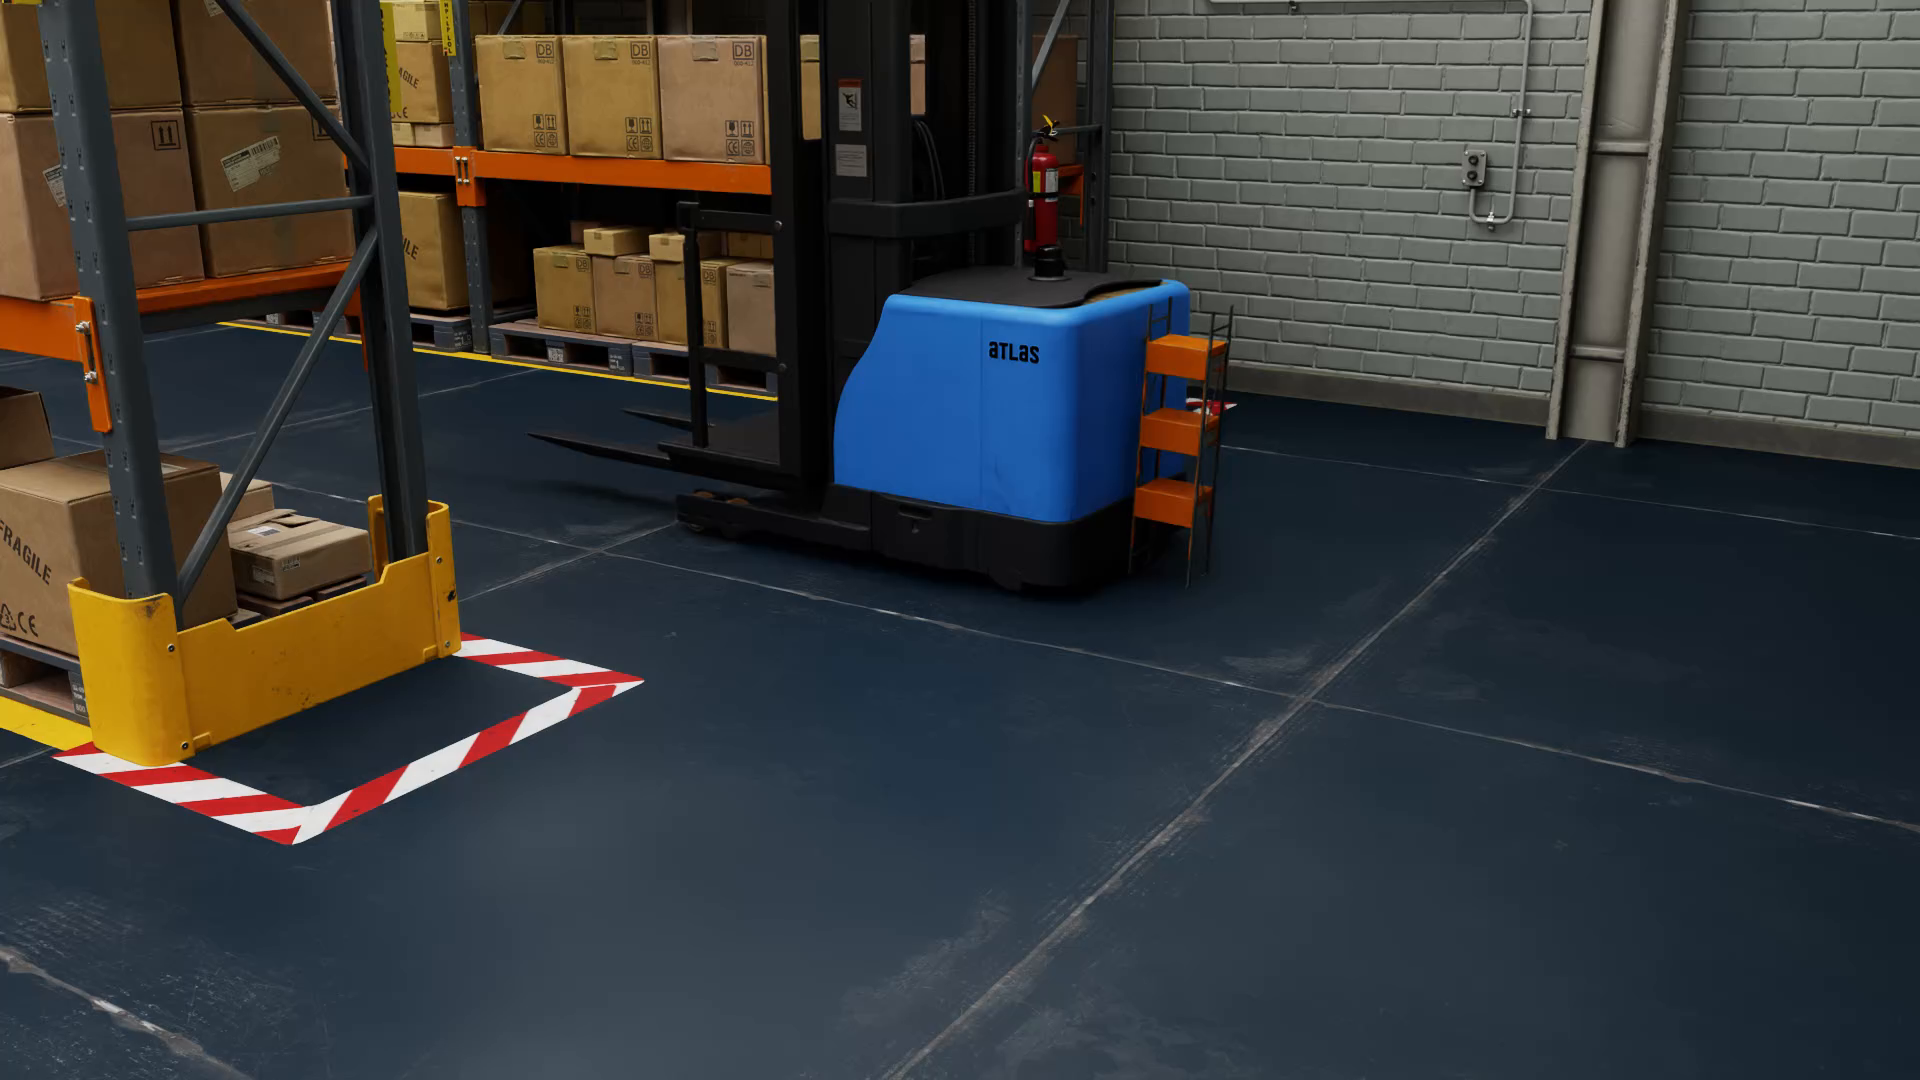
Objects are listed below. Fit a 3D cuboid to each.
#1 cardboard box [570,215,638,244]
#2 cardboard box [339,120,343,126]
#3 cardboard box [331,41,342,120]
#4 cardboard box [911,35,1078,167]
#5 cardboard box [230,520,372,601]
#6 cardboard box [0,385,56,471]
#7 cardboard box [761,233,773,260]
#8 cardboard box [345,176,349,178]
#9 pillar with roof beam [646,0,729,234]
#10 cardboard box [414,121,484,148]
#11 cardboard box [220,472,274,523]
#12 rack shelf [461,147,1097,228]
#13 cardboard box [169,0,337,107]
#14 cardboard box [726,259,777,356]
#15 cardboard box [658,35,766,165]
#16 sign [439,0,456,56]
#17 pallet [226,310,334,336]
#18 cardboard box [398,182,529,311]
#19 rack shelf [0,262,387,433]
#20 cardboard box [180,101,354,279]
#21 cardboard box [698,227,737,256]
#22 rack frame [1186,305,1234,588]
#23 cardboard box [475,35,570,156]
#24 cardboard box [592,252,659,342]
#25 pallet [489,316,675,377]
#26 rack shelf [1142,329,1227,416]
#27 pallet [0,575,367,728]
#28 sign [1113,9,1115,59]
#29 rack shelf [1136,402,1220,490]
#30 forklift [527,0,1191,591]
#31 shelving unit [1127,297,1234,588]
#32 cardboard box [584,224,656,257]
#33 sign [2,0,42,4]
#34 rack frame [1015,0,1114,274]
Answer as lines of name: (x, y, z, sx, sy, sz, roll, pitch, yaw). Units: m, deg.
cardboard box: (-2.316, -2.022, 10.840, 0.250, 0.149, 0.380, 10, 20, 30)
cardboard box: (-3.997, -2.754, 11.185, 0.250, 0.149, 0.380, 10, 20, 30)
cardboard box: (-3.845, -3.058, 11.068, 0.500, 0.500, 0.500, 10, 20, 31)
cardboard box: (0.089, -2.385, 9.056, 0.700, 0.700, 0.980, 11, 20, 33)
cardboard box: (-2.238, 0.066, 5.652, 0.250, 0.149, 0.380, 10, 20, 30)
cardboard box: (-3.866, -0.279, 6.177, 0.637, 0.503, 0.797, 10, 20, 30)
cardboard box: (-0.990, -1.786, 10.063, 0.250, 0.149, 0.380, 10, 20, 31)
cardboard box: (-4.987, -2.276, 12.191, 0.750, 0.750, 0.750, 10, 20, 30)
pillar with roof beam: (-4.084, -4.687, 6.828, 0.400, 9.000, 9.100, 10, 20, 30)
cardboard box: (-3.316, -2.646, 10.827, 0.250, 0.149, 0.380, 10, 20, 31)
cardboard box: (-2.802, -0.063, 5.901, 0.500, 0.250, 0.500, 10, 20, 30)
rack shelf: (-1.176, -2.126, 9.958, 4.000, 0.370, 1.077, 10, 20, 30)
cardboard box: (-2.301, -1.598, 5.089, 0.500, 0.500, 0.500, 11, 20, 32)
cardboard box: (-0.976, -1.405, 9.925, 0.500, 0.500, 0.700, 9, 19, 28)
cardboard box: (-1.182, -2.611, 9.801, 0.700, 0.700, 0.980, 9, 19, 27)
sign: (-3.156, -3.155, 10.251, 0.005, 0.325, 0.100, 10, 20, 30)
pallet: (-4.621, -1.725, 12.196, 1.213, 0.211, 1.003, 10, 20, 30)
cardboard box: (-3.502, -2.014, 11.326, 0.750, 0.750, 0.750, 10, 20, 31)
rack shelf: (-3.765, -0.899, 5.918, 4.000, 0.370, 1.077, 10, 20, 30)
cardboard box: (-2.301, -1.120, 5.234, 0.500, 0.500, 0.500, 11, 20, 31)
cardboard box: (-1.426, -1.864, 10.319, 0.250, 0.149, 0.380, 10, 20, 31)
rack frame: (0.931, -0.342, 6.201, 0.008, 1.050, 0.200, 13, 21, 28)
cardboard box: (-2.426, -2.832, 10.527, 0.700, 0.700, 0.980, 10, 20, 31)
cardboard box: (-1.870, -1.563, 10.445, 0.500, 0.500, 0.700, 10, 20, 30)
pallet: (-2.273, -1.306, 10.816, 1.213, 0.211, 1.003, 10, 20, 30)
rack shelf: (0.838, -0.625, 6.172, 0.240, 0.259, 0.215, 13, 21, 28)
pallet: (-2.805, 0.263, 5.653, 1.213, 0.211, 1.003, 10, 20, 30)
sign: (0.824, -2.755, 9.165, 0.005, 0.325, 0.100, 10, 20, 30)
rack shelf: (0.826, -0.355, 6.261, 0.240, 0.259, 0.215, 13, 21, 28)
forklift: (-0.583, -1.523, 6.853, 3.031, 2.935, 1.130, 11, 20, 32)
shelving unit: (0.826, -0.365, 6.258, 0.252, 1.050, 0.215, 13, 21, 28)
cardboard box: (-2.100, -1.854, 10.285, 0.250, 0.149, 0.380, 11, 20, 32)
sign: (-2.368, -1.510, 4.155, 0.005, 0.325, 0.100, 10, 20, 30)
rack frame: (0.529, -2.166, 8.852, 0.127, 3.000, 1.000, 10, 20, 30)
